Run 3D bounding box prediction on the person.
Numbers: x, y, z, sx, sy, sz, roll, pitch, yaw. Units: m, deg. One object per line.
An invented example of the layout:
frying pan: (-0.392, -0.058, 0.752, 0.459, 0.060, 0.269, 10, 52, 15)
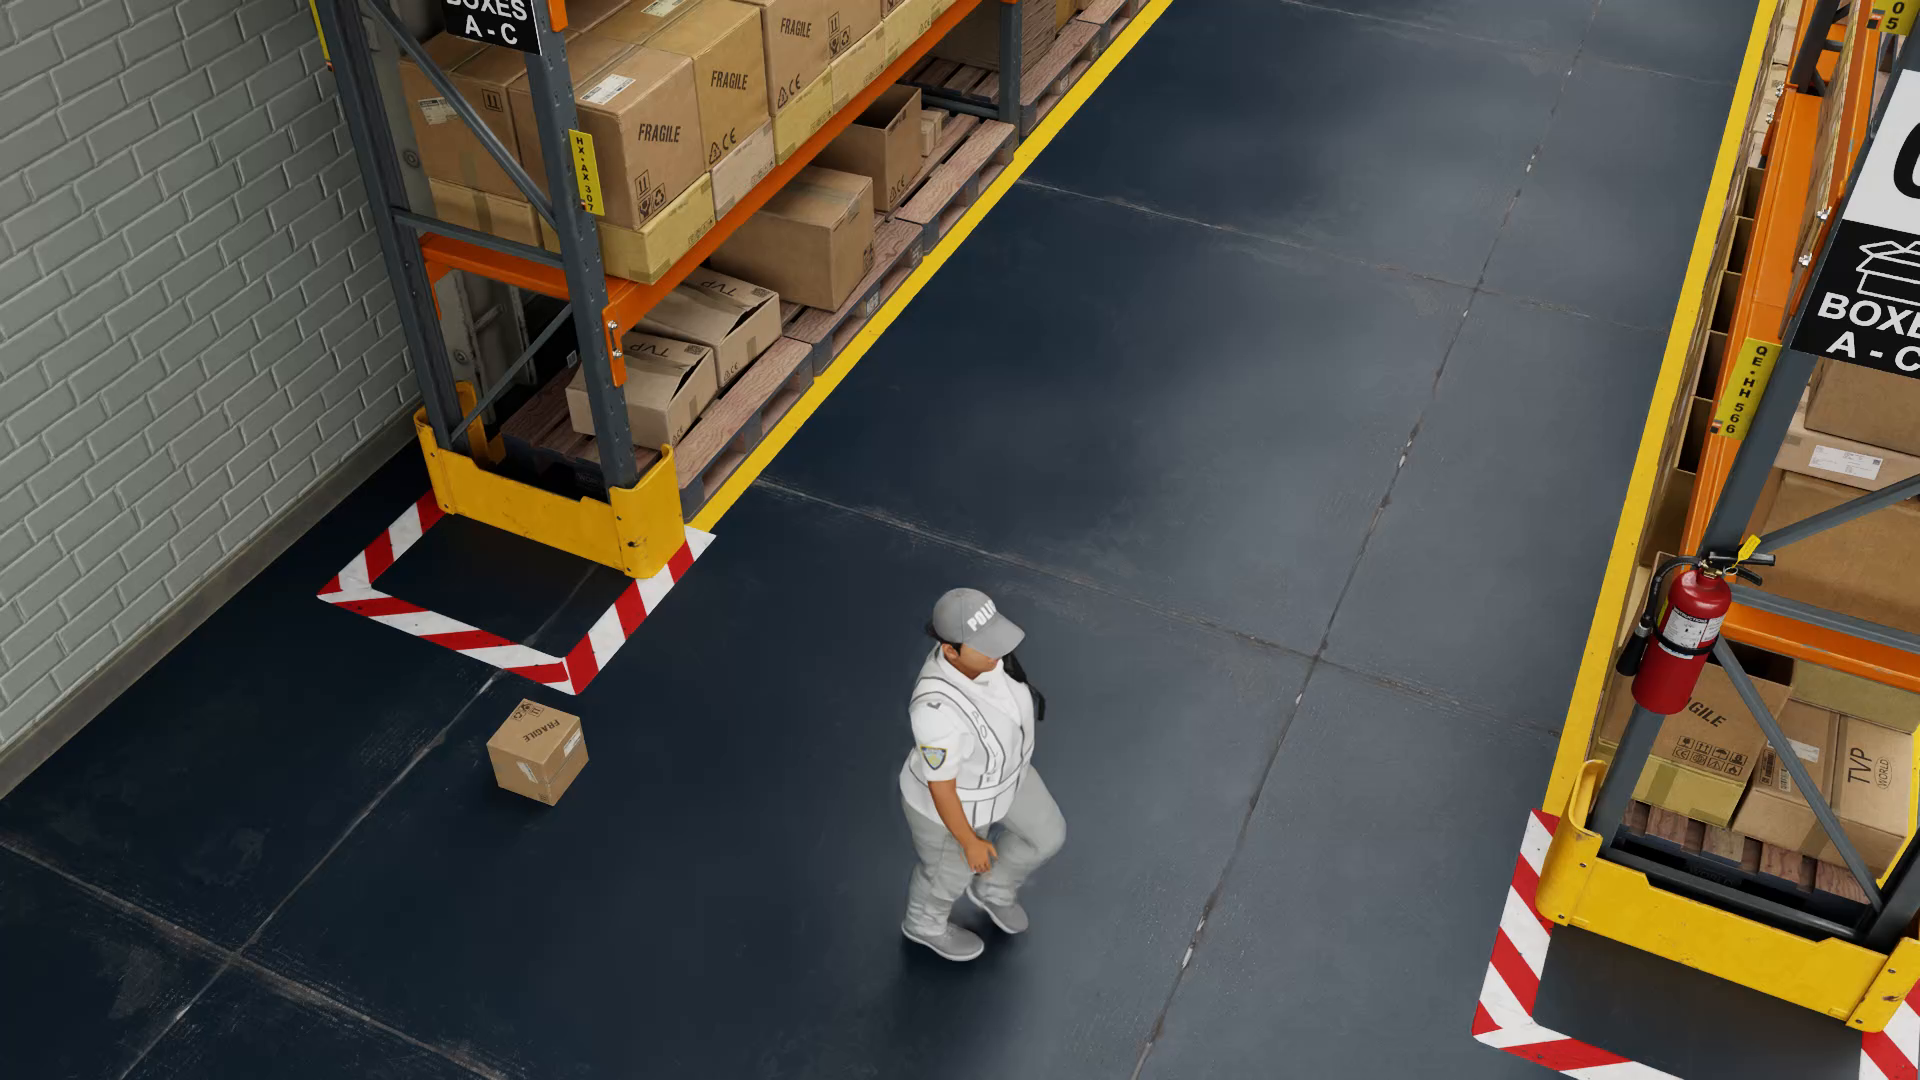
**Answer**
person: (0.055, 0.804, 5.279, 0.501, 1.717, 0.521, 18, 45, 19)
